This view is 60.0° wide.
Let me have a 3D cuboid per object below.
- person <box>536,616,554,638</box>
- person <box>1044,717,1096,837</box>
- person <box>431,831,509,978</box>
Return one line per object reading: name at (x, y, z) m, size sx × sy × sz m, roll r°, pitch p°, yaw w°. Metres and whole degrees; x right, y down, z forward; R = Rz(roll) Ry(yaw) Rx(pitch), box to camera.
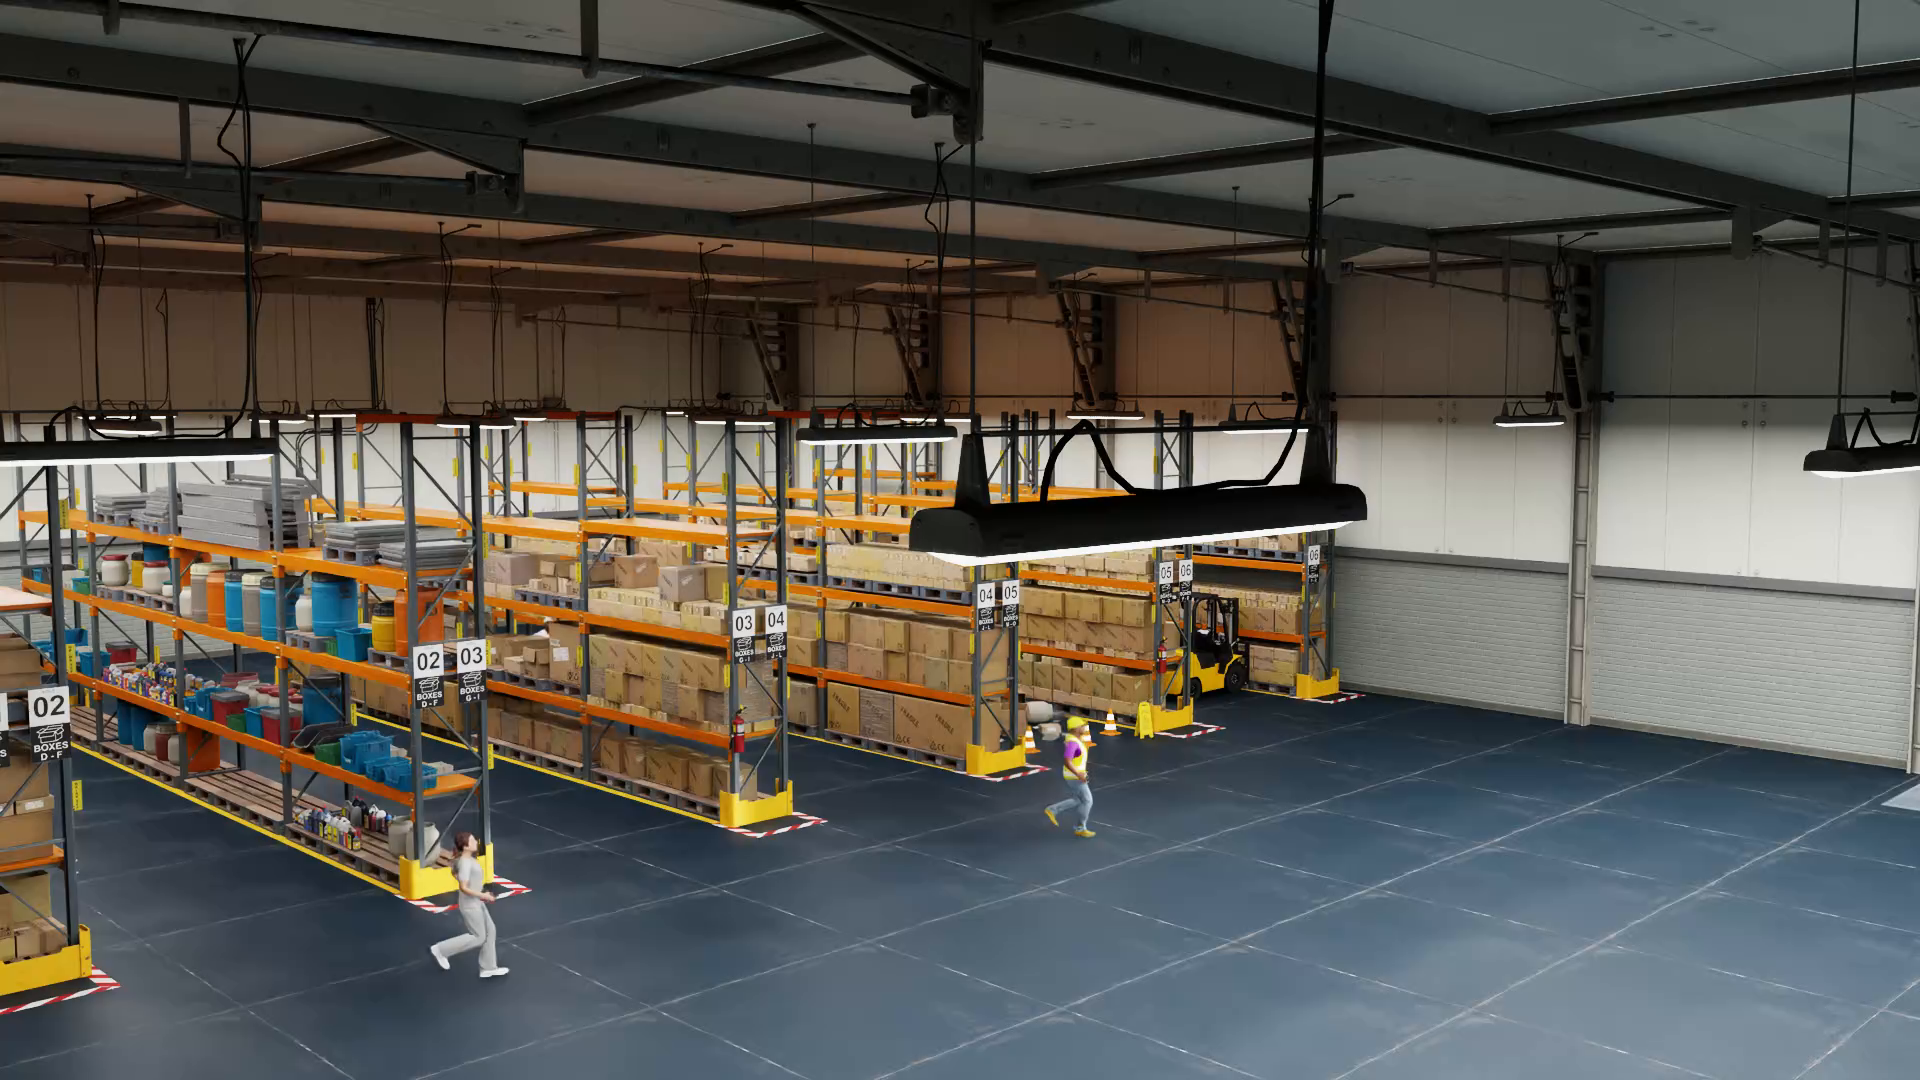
person at (-8.541, 2.444, 34.808) m, size 0.728 × 1.714 × 0.717 m, roll -4°, pitch 6°, yaw -35°
person at (1.584, 3.400, 23.921) m, size 0.739 × 1.733 × 0.719 m, roll 0°, pitch 5°, yaw -1°
person at (-5.334, 3.958, 18.041) m, size 0.806 × 1.631 × 0.581 m, roll -2°, pitch 5°, yaw -19°
